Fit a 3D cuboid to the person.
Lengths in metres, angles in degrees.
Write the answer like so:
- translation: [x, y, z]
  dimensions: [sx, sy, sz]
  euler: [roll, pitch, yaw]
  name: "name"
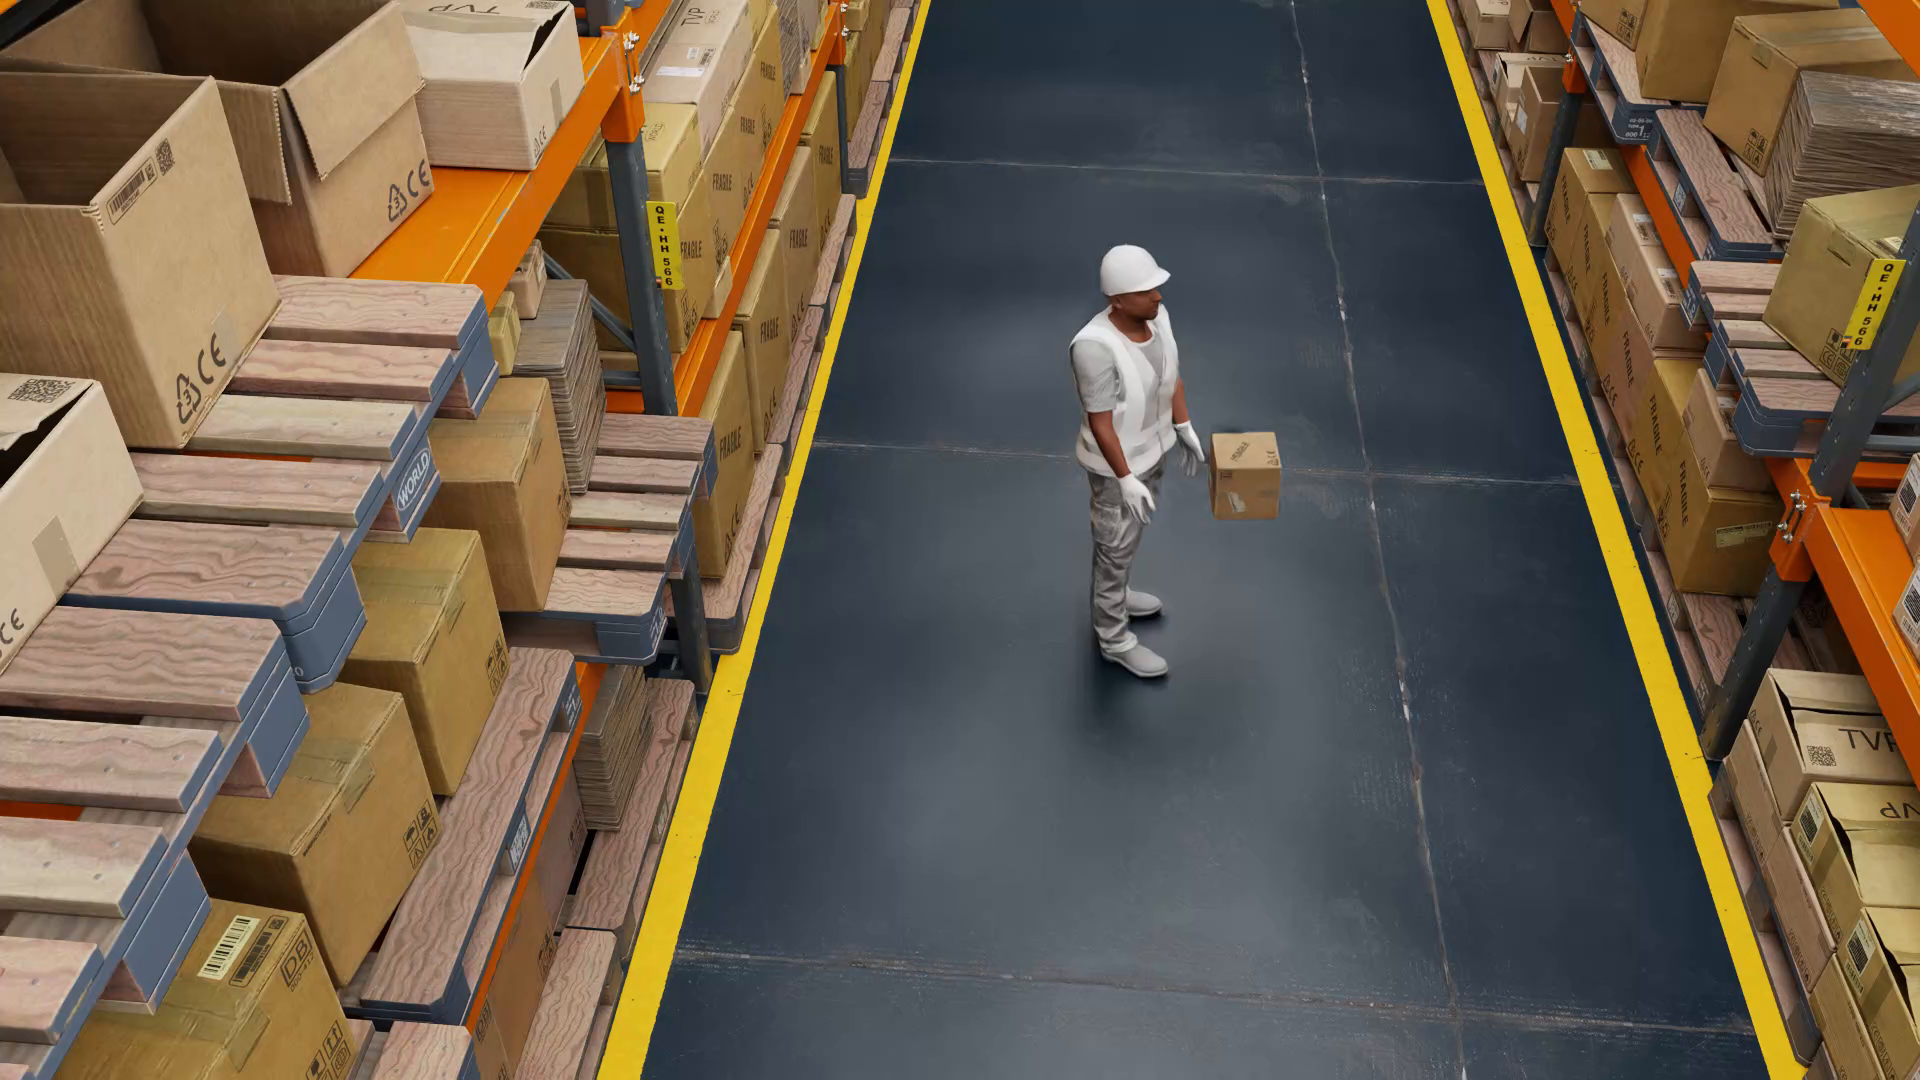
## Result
- translation: [0.726, -0.314, 6.507]
  dimensions: [0.559, 1.787, 0.563]
  euler: [24, 45, 26]
  name: "person"
